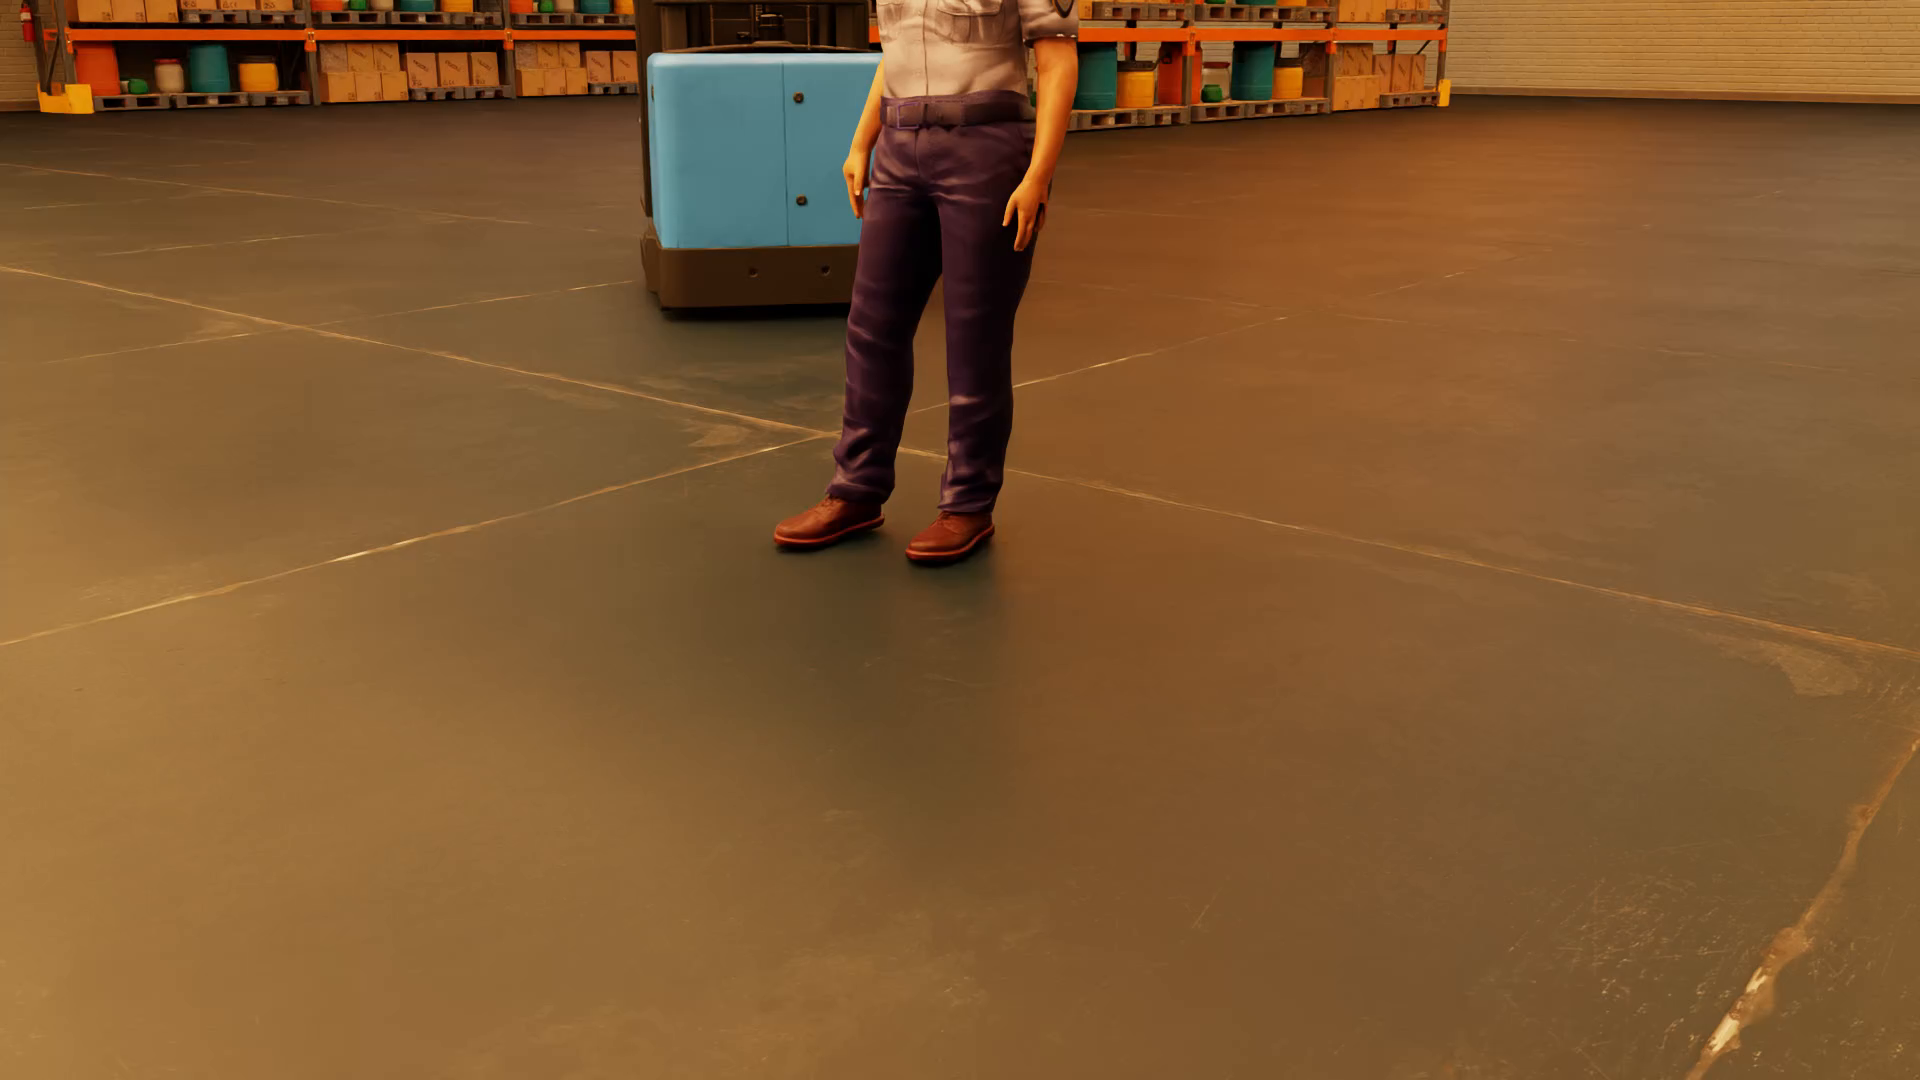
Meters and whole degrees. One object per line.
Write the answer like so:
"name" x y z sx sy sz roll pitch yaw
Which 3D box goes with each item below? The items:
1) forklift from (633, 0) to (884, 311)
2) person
"forklift" -1.022 -2.743 7.931 1.130 2.935 3.031 -4 17 -12
"person" -0.074 -0.777 3.649 0.598 1.643 0.503 13 21 37
